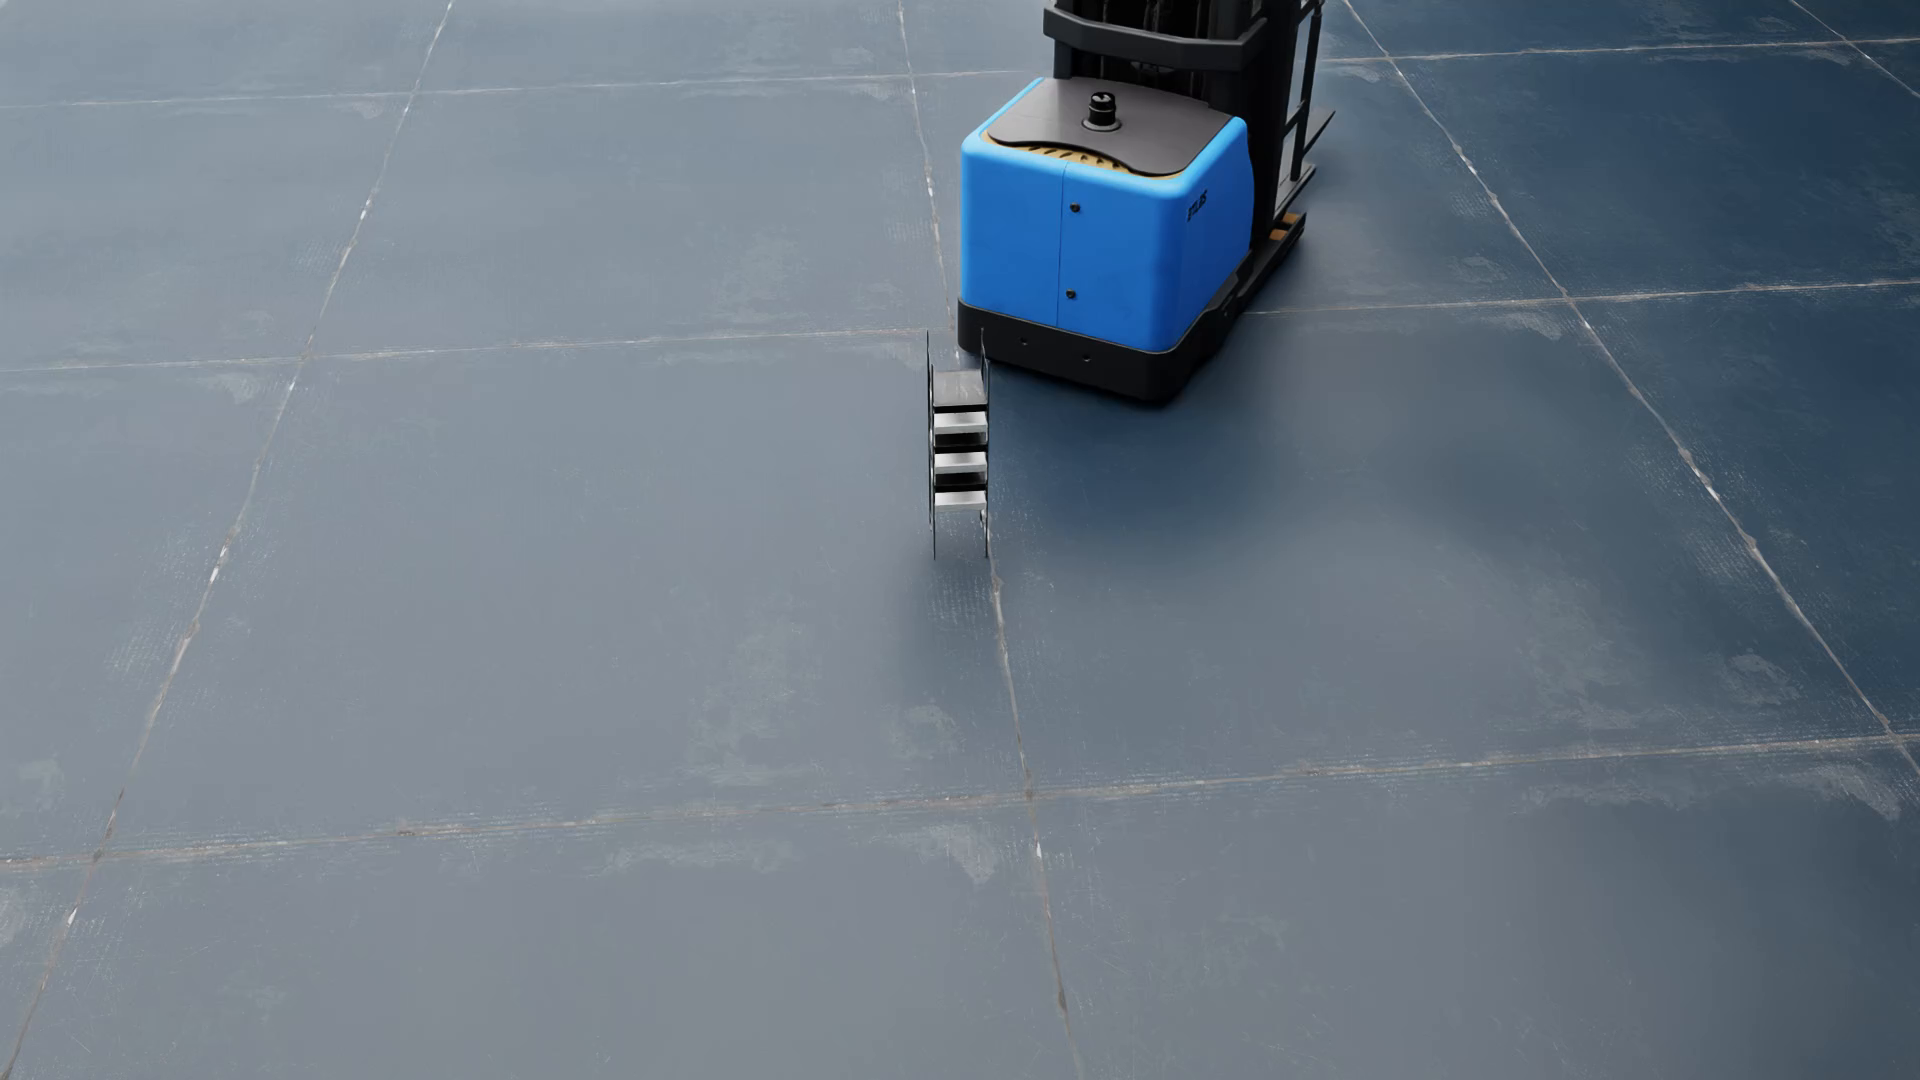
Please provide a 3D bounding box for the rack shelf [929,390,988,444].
[{"bbox_3d":[-0.008,-0.468,6.224,0.200,0.077,0.258,-3,38,-4],"label":"rack shelf"}]

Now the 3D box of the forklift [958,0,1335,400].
[{"bbox_3d":[1.110,-2.662,7.602,1.130,2.935,3.031,18,42,21],"label":"forklift"}]

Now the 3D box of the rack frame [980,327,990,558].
[{"bbox_3d":[0.093,-0.358,6.322,0.006,0.900,0.240,-3,38,-4],"label":"rack frame"}]

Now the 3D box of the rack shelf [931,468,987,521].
[{"bbox_3d":[-0.008,-0.185,6.447,0.200,0.077,0.258,-3,38,-4],"label":"rack shelf"}]

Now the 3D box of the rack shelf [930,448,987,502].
[{"bbox_3d":[-0.008,-0.256,6.392,0.200,0.077,0.258,-3,38,-4],"label":"rack shelf"}]

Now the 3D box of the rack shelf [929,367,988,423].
[{"bbox_3d":[-0.008,-0.539,6.169,0.200,0.077,0.258,-3,38,-4],"label":"rack shelf"}]

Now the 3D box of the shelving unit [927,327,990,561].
[{"bbox_3d":[-0.008,-0.353,6.315,0.210,0.900,0.258,-3,38,-4],"label":"shelving unit"}]

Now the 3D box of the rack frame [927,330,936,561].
[{"bbox_3d":[-0.109,-0.347,6.308,0.006,0.900,0.240,-3,38,-4],"label":"rack frame"}]

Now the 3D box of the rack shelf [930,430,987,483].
[{"bbox_3d":[-0.008,-0.327,6.336,0.200,0.077,0.258,-3,38,-4],"label":"rack shelf"}]

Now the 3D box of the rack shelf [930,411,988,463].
[{"bbox_3d":[-0.008,-0.397,6.280,0.200,0.077,0.258,-3,38,-4],"label":"rack shelf"}]
